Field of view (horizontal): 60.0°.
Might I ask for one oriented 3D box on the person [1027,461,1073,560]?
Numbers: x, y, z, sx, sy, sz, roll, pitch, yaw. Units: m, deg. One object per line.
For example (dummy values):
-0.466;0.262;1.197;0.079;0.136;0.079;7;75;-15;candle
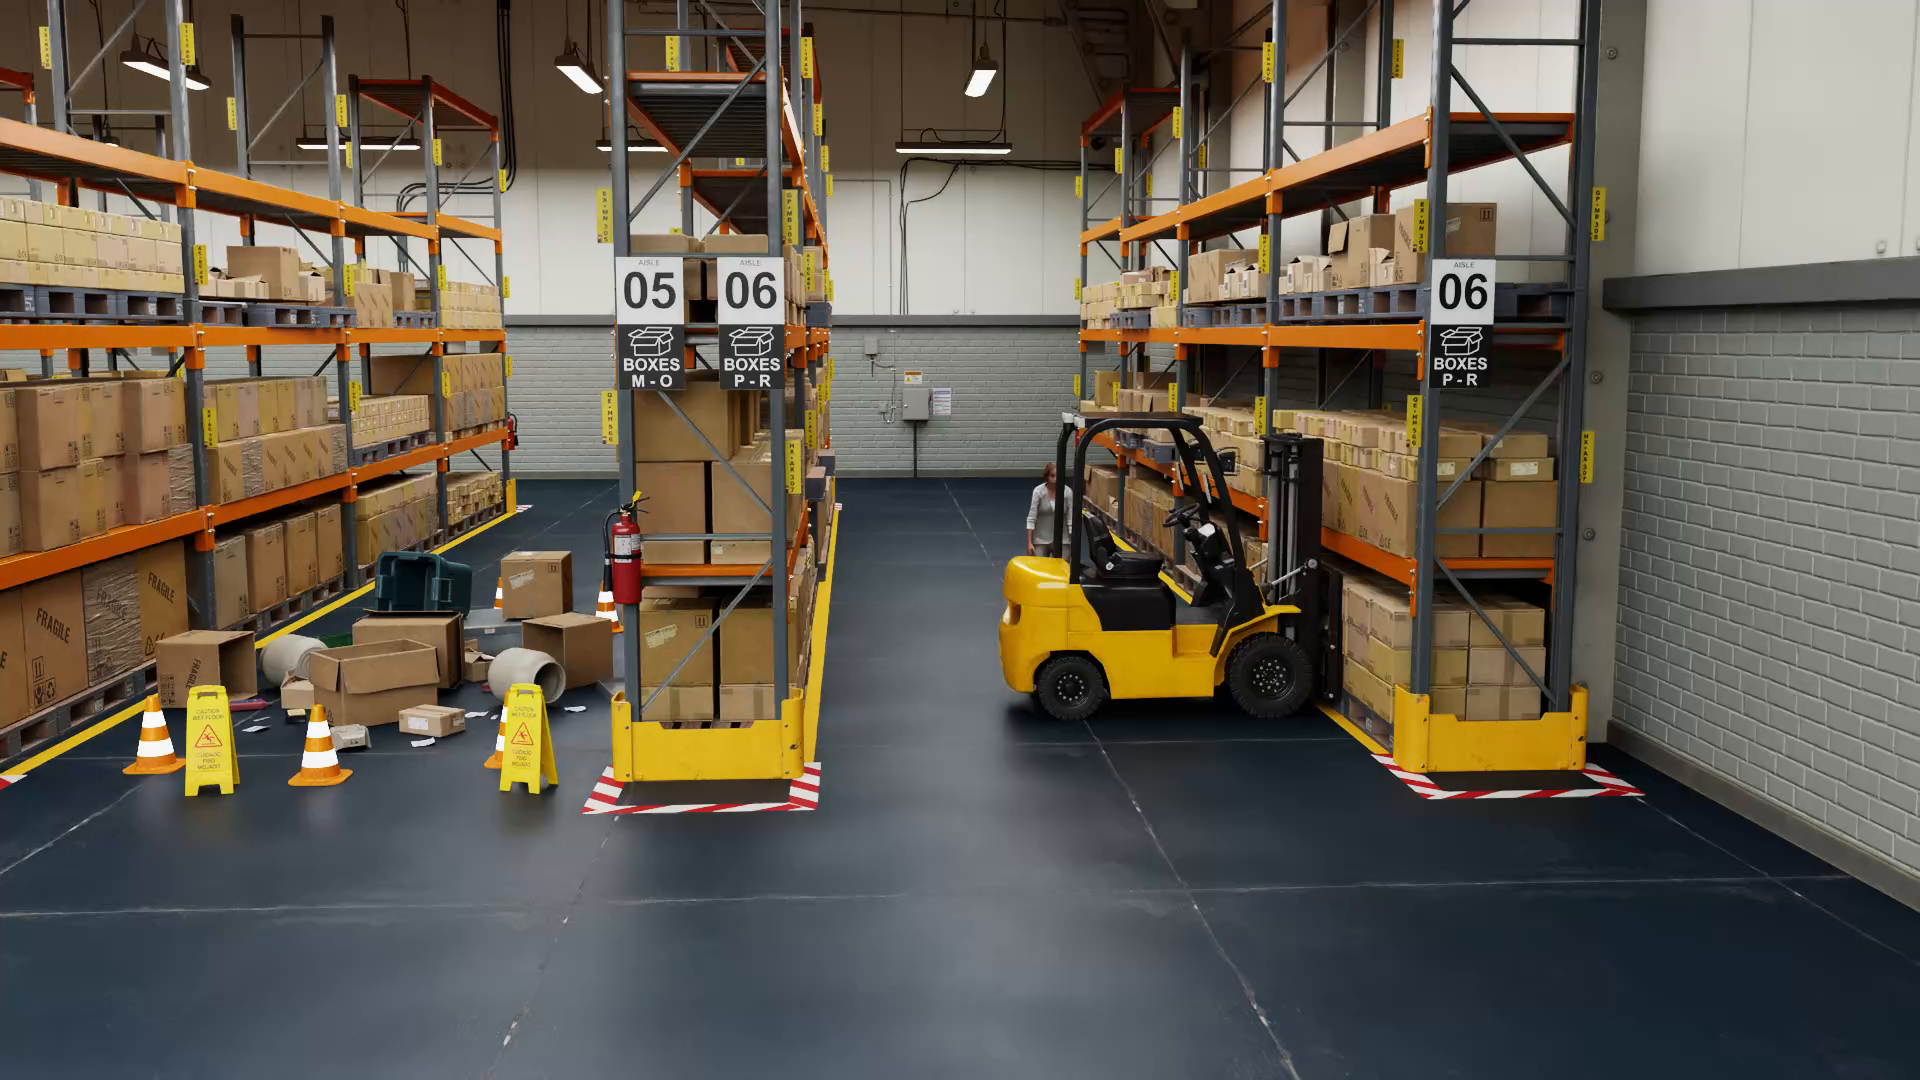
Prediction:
0.843;0.067;15.305;0.460;1.582;0.343;0;7;-3;person
